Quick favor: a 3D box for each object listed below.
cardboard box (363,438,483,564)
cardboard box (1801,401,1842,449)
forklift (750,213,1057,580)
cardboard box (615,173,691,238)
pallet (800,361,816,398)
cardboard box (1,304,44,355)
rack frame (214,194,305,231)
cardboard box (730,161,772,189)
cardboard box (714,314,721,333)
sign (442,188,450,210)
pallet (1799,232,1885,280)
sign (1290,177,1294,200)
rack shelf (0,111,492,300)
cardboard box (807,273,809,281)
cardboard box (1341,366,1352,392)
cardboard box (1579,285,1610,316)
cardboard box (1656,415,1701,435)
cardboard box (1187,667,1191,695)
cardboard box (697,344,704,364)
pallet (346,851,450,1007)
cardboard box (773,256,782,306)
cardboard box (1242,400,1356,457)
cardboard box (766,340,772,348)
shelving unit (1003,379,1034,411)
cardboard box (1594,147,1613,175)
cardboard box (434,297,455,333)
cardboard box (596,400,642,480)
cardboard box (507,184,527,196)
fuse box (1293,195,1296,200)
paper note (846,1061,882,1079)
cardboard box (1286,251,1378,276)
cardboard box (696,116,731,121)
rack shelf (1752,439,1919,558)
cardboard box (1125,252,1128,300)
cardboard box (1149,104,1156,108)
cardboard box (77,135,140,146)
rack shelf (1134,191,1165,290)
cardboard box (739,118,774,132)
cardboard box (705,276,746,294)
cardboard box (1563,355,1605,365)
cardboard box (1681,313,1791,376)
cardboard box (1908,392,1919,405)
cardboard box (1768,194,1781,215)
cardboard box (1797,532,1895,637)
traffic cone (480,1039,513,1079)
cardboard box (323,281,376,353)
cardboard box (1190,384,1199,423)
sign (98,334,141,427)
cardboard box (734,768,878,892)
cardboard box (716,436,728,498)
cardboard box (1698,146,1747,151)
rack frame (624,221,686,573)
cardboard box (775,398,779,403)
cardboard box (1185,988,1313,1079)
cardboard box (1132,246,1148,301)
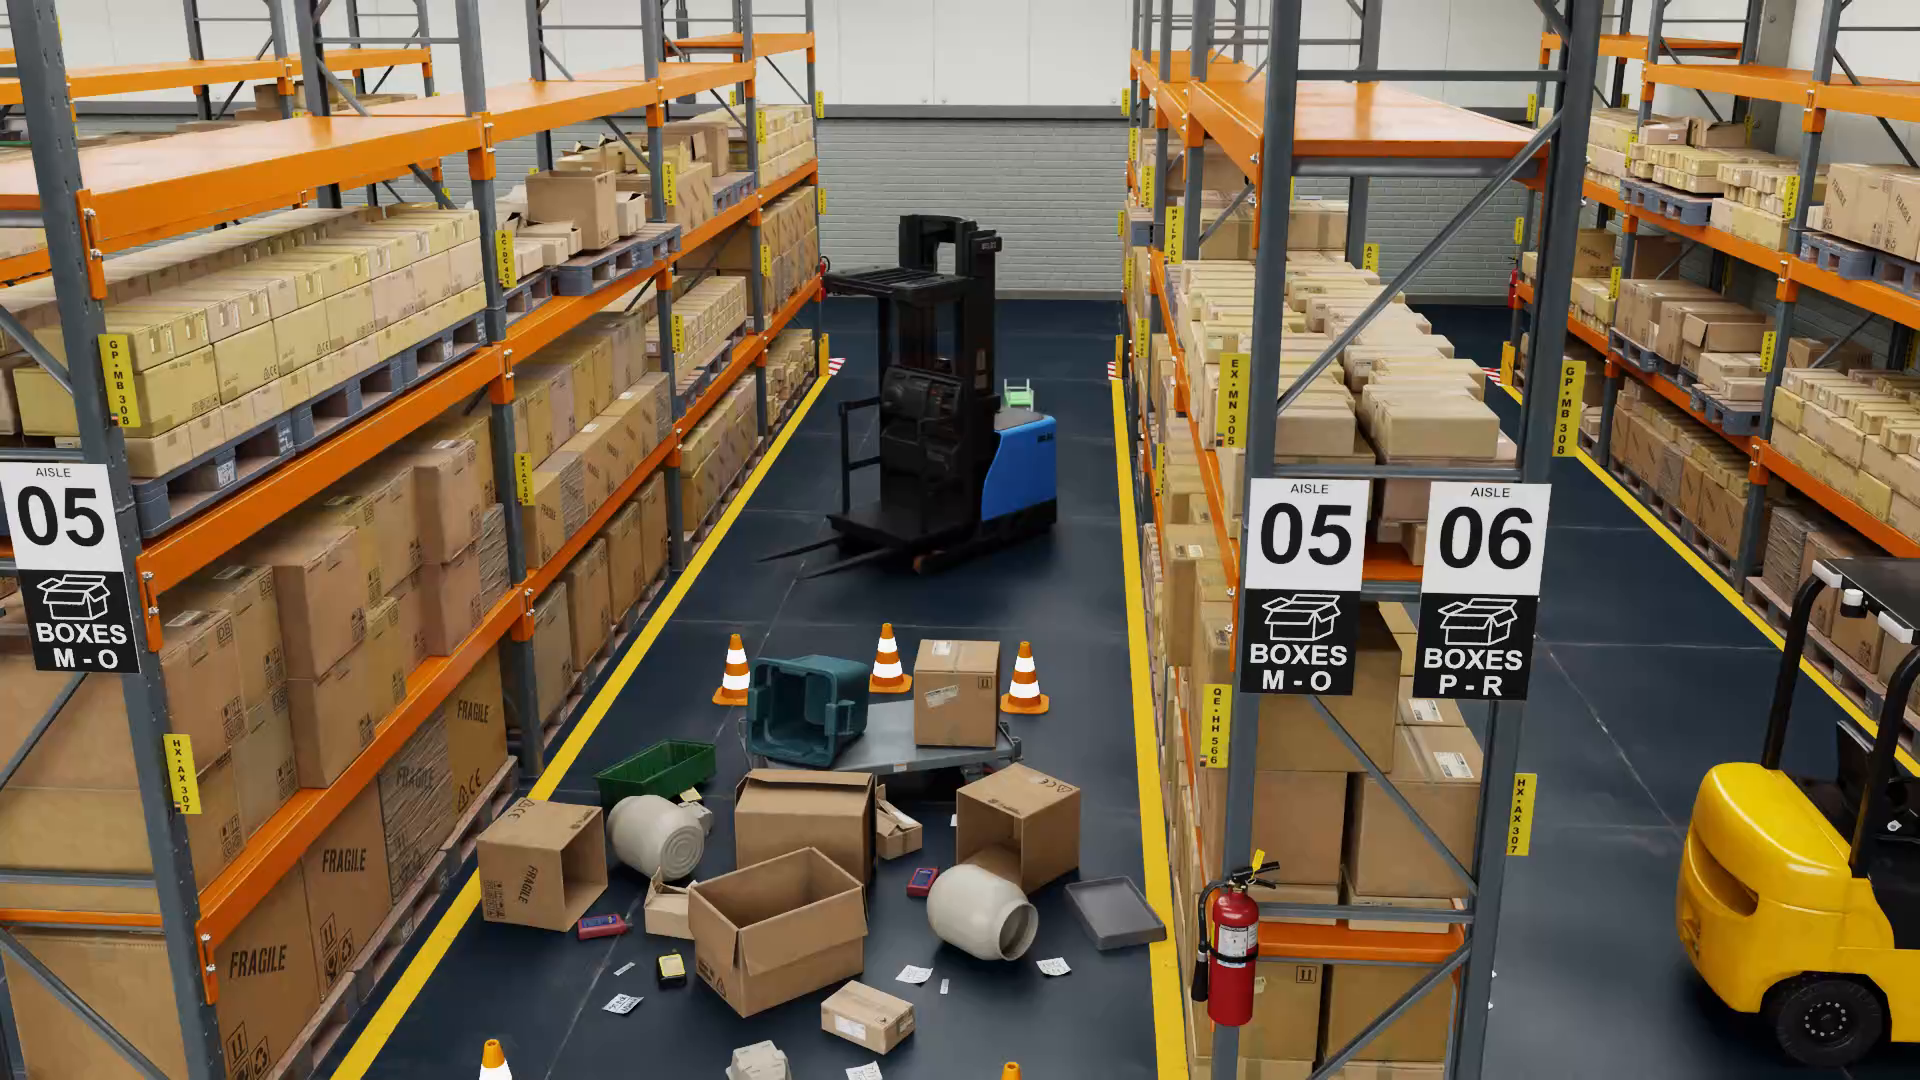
[{"bbox_3d":[-3.165,-0.226,9.148,0.875,0.550,0.550,1,18,4],"label":"cardboard box"},{"bbox_3d":[6.689,-0.861,12.498,0.500,0.250,0.500,2,18,6],"label":"cardboard box"},{"bbox_3d":[-0.482,-1.274,14.431,1.130,2.935,3.031,17,25,41],"label":"forklift"},{"bbox_3d":[-2.588,-2.816,14.048,0.500,0.500,0.500,1,18,4],"label":"cardboard box"},{"bbox_3d":[-2.420,-2.056,21.185,1.003,0.211,1.213,1,18,4],"label":"pallet"},{"bbox_3d":[-3.763,-0.808,6.371,0.380,0.149,0.250,1,18,4],"label":"cardboard box"},{"bbox_3d":[-7.548,-2.556,18.232,1.000,3.000,0.127,1,18,4],"label":"rack frame"},{"bbox_3d":[-2.311,-3.906,17.776,0.500,0.250,0.500,2,18,7],"label":"cardboard box"},{"bbox_3d":[-2.530,-2.098,16.086,0.380,0.149,0.250,1,18,4],"label":"cardboard box"},{"bbox_3d":[-6.721,-4.444,21.756,0.100,0.325,0.005,1,18,4],"label":"sign"},{"bbox_3d":[7.042,-2.105,12.344,1.213,0.211,1.003,2,18,6],"label":"pallet"},{"bbox_3d":[2.591,-2.751,13.179,0.100,0.325,0.005,1,18,4],"label":"sign"},{"bbox_3d":[-3.324,-1.627,7.560,1.077,0.370,4.000,1,18,4],"label":"rack shelf"},{"bbox_3d":[-2.118,-3.353,21.068,0.380,0.149,0.250,1,18,4],"label":"cardboard box"},{"bbox_3d":[1.837,-0.571,7.120,0.500,0.250,0.500,2,18,6],"label":"cardboard box"},{"bbox_3d":[7.102,-2.614,18.175,0.500,0.250,0.500,1,18,4],"label":"cardboard box"},{"bbox_3d":[6.986,-1.109,16.117,0.380,0.149,0.250,1,18,4],"label":"cardboard box"},{"bbox_3d":[1.376,0.561,8.082,0.500,0.500,0.500,1,18,5],"label":"cardboard box"},{"bbox_3d":[-2.588,-1.720,15.410,0.380,0.149,0.250,2,18,6],"label":"cardboard box"},{"bbox_3d":[-3.398,2.011,8.775,1.003,0.211,1.213,1,18,4],"label":"pallet"},{"bbox_3d":[-2.292,-2.905,18.659,0.500,0.500,0.500,1,18,4],"label":"cardboard box"},{"bbox_3d":[1.206,-0.404,5.972,0.380,0.149,0.250,1,18,4],"label":"cardboard box"},{"bbox_3d":[-2.597,-2.540,21.133,0.380,0.149,0.250,2,18,5],"label":"cardboard box"},{"bbox_3d":[0.563,-0.914,16.112,0.258,1.200,0.503,-1,18,-2],"label":"shelving unit"},{"bbox_3d":[7.100,-4.037,17.700,0.500,0.250,0.500,1,18,2],"label":"cardboard box"},{"bbox_3d":[-2.923,-1.203,8.856,0.380,0.149,0.250,2,18,5],"label":"cardboard box"},{"bbox_3d":[-2.732,-0.763,12.600,0.500,0.500,0.500,1,18,3],"label":"cardboard box"},{"bbox_3d":[-3.166,-2.582,12.802,0.500,0.311,0.500,1,18,4],"label":"cardboard box"},{"bbox_3d":[5.089,-4.624,26.614,0.539,1.711,0.414,1,18,4],"label":"fuse box"},{"bbox_3d":[-0.441,2.465,7.677,0.148,0.019,0.142,-5,19,-15],"label":"paper note"},{"bbox_3d":[2.205,-1.576,9.992,0.500,0.250,0.500,1,18,2],"label":"cardboard box"},{"bbox_3d":[-2.791,-4.700,18.758,0.380,0.149,0.250,1,18,4],"label":"cardboard box"},{"bbox_3d":[6.858,-0.020,11.648,1.077,0.370,4.000,1,18,4],"label":"rack shelf"},{"bbox_3d":[2.240,-3.166,19.935,0.500,0.500,0.500,1,18,4],"label":"cardboard box"},{"bbox_3d":[2.330,-4.674,18.884,0.500,0.500,0.500,2,18,5],"label":"cardboard box"},{"bbox_3d":[-7.888,-3.447,15.300,0.500,0.500,0.500,2,18,7],"label":"cardboard box"},{"bbox_3d":[2.194,-2.797,15.307,1.077,0.370,4.000,1,18,4],"label":"rack shelf"},{"bbox_3d":[-2.269,-4.603,18.461,0.380,0.149,0.250,1,18,2],"label":"cardboard box"},{"bbox_3d":[-2.442,-2.647,17.286,0.380,0.149,0.250,2,18,6],"label":"cardboard box"},{"bbox_3d":[7.199,-1.864,19.463,0.500,0.500,0.500,2,18,5],"label":"cardboard box"},{"bbox_3d":[6.934,-1.742,14.910,0.797,0.503,0.637,1,18,3],"label":"cardboard box"},{"bbox_3d":[7.245,-0.992,12.258,0.380,0.149,0.250,1,18,3],"label":"cardboard box"},{"bbox_3d":[6.825,-2.722,13.522,0.380,0.149,0.250,1,18,3],"label":"cardboard box"},{"bbox_3d":[6.904,0.343,12.526,0.875,0.625,0.625,2,18,6],"label":"cardboard box"},{"bbox_3d":[-2.013,2.386,7.226,0.336,0.463,0.334,1,18,4],"label":"traffic cone"},{"bbox_3d":[-3.070,-1.044,7.729,0.500,0.250,0.500,1,18,4],"label":"cardboard box"},{"bbox_3d":[1.317,-0.666,8.052,0.380,0.149,0.250,1,18,3],"label":"cardboard box"},{"bbox_3d":[-2.915,-0.551,5.766,0.100,0.325,0.005,1,18,4],"label":"sign"},{"bbox_3d":[-0.864,1.622,9.275,0.797,0.637,0.503,1,18,4],"label":"cardboard box"},{"bbox_3d":[-2.524,-0.713,15.948,0.500,0.500,0.500,1,18,3],"label":"cardboard box"},{"bbox_3d":[7.387,-3.743,16.130,0.380,0.149,0.250,1,18,4],"label":"cardboard box"},{"bbox_3d":[-2.894,-1.171,14.007,1.000,3.000,0.127,1,18,4],"label":"rack frame"},{"bbox_3d":[-2.276,-1.525,18.992,0.380,0.149,0.250,1,18,4],"label":"cardboard box"},{"bbox_3d":[1.268,2.235,7.353,0.500,0.250,0.500,1,18,4],"label":"cardboard box"},{"bbox_3d":[2.019,-2.727,16.989,0.500,0.500,0.500,1,18,5],"label":"cardboard box"}]
